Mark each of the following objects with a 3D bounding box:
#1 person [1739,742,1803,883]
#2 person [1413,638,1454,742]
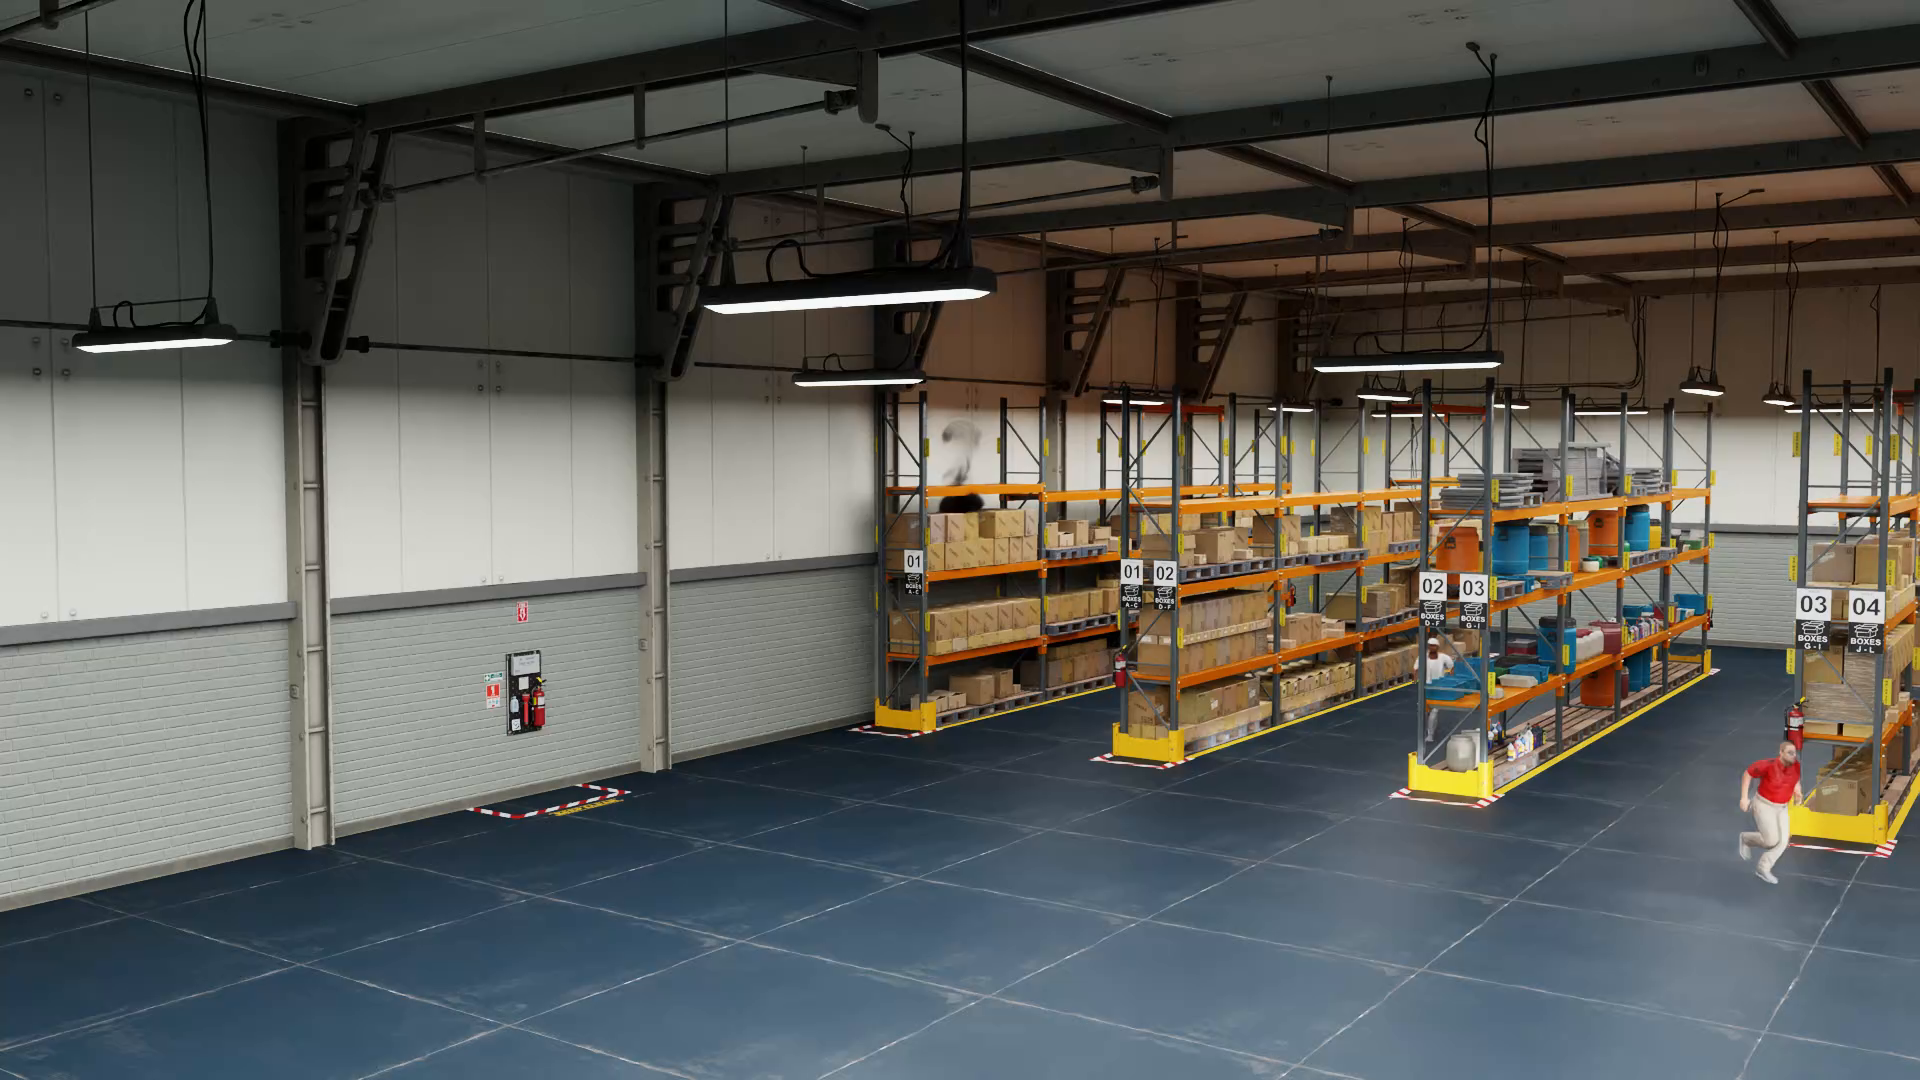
[{"bbox_3d":[9.394,3.126,19.267,0.655,1.661,0.763,-1,3,-20],"label":"person"},{"bbox_3d":[8.160,2.562,28.651,0.709,1.764,0.824,2,4,26],"label":"person"}]
